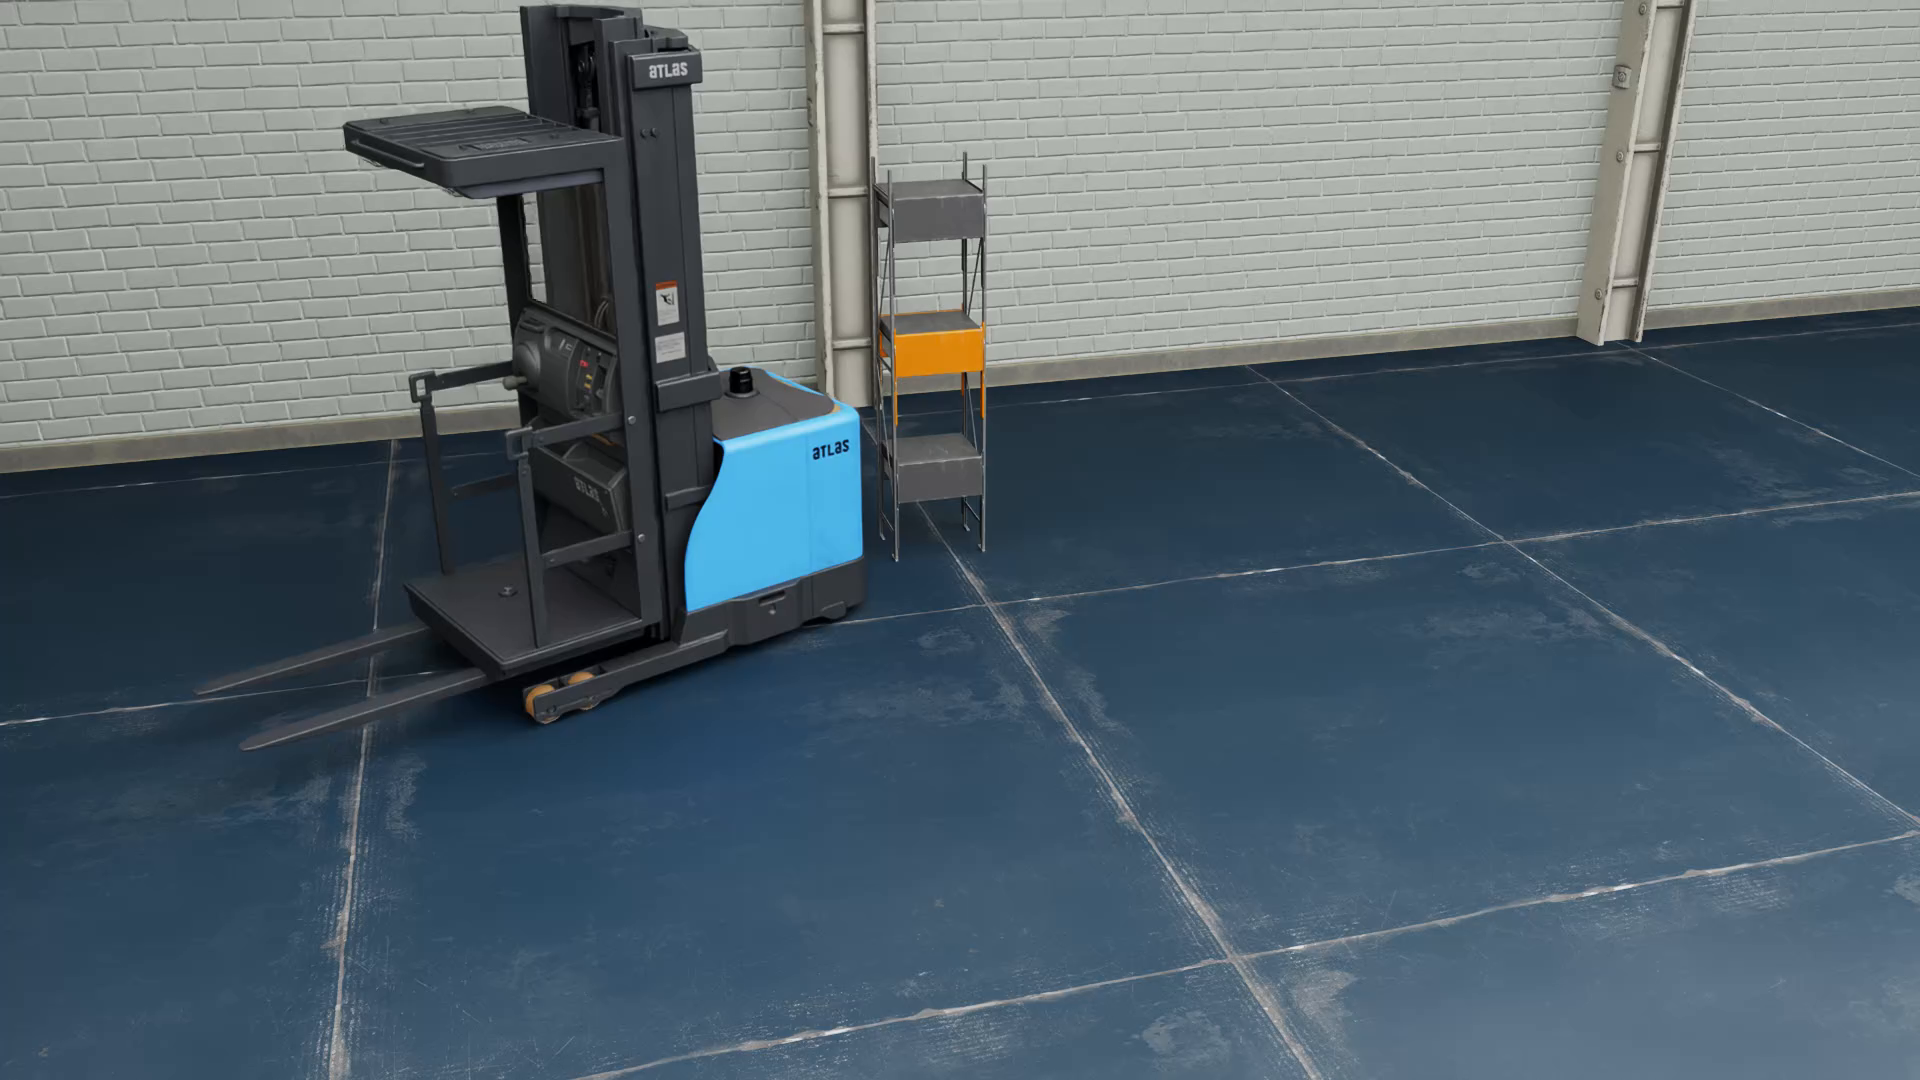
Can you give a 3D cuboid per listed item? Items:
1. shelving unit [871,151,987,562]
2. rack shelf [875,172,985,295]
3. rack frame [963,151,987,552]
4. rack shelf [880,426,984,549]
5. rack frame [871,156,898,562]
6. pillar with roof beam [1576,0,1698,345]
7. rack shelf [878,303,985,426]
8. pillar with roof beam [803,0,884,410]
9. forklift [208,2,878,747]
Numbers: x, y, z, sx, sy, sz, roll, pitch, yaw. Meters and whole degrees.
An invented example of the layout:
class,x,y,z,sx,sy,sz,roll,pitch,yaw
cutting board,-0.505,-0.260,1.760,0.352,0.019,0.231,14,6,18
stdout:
class,x,y,z,sx,sy,sz,roll,pitch,yaw
shelving unit,-0.159,-0.947,8.795,0.503,2.100,0.431,-6,24,-14
rack shelf,-0.159,-1.578,8.524,0.480,0.518,0.431,-6,24,-14
rack frame,0.076,-0.973,8.855,0.015,2.100,0.400,-6,24,-14
rack shelf,-0.159,-0.291,9.076,0.480,0.518,0.431,-6,24,-14
rack frame,-0.394,-0.921,8.734,0.015,2.100,0.400,-6,24,-14
pillar with roof beam,6.187,-4.068,7.318,0.400,9.000,9.100,-6,24,-14
rack shelf,-0.159,-0.935,8.800,0.480,0.518,0.431,-6,24,-14
pillar with roof beam,0.410,-3.429,5.829,0.400,9.000,9.100,-6,24,-14
forklift,-1.880,-0.787,7.367,3.031,2.935,1.130,-18,29,-35
